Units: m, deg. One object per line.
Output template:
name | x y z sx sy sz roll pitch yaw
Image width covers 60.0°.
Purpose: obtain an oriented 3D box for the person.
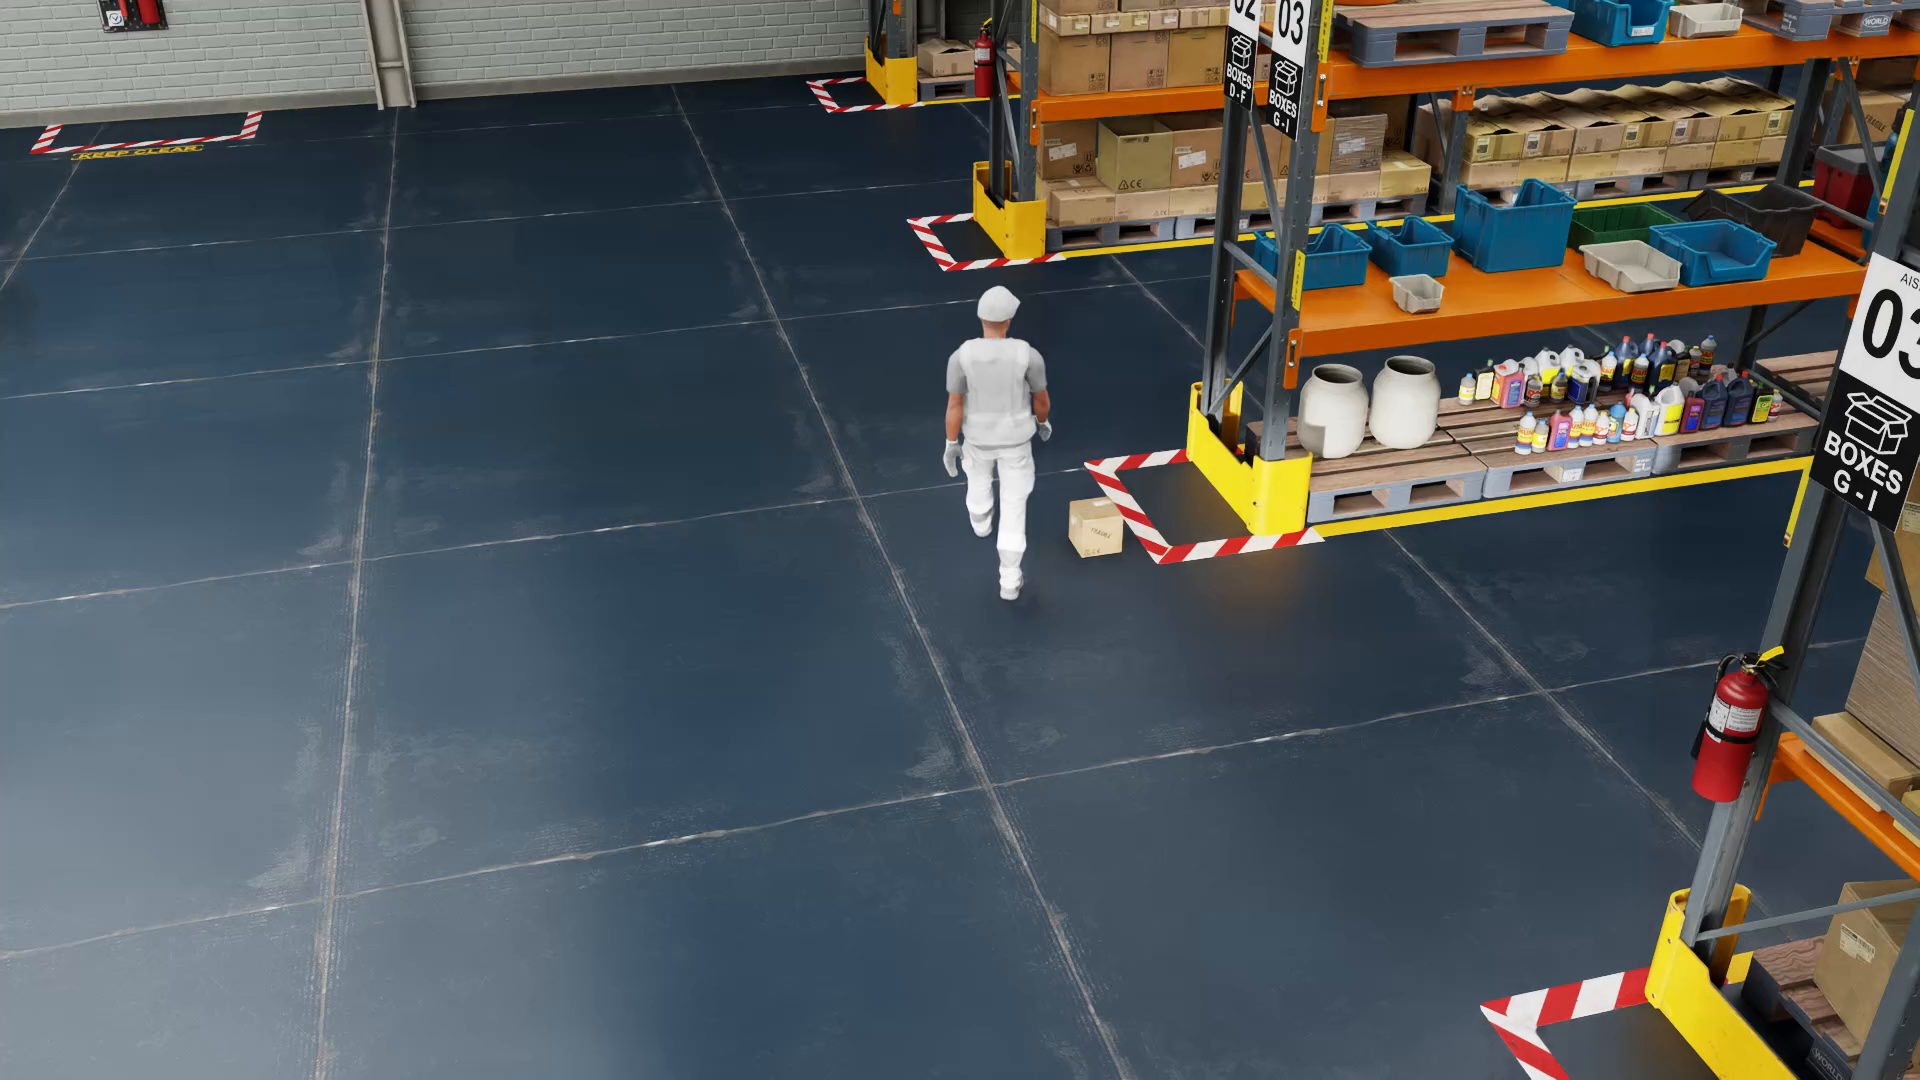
person | 0.230 -0.642 9.347 0.563 1.736 1.008 5 30 8
